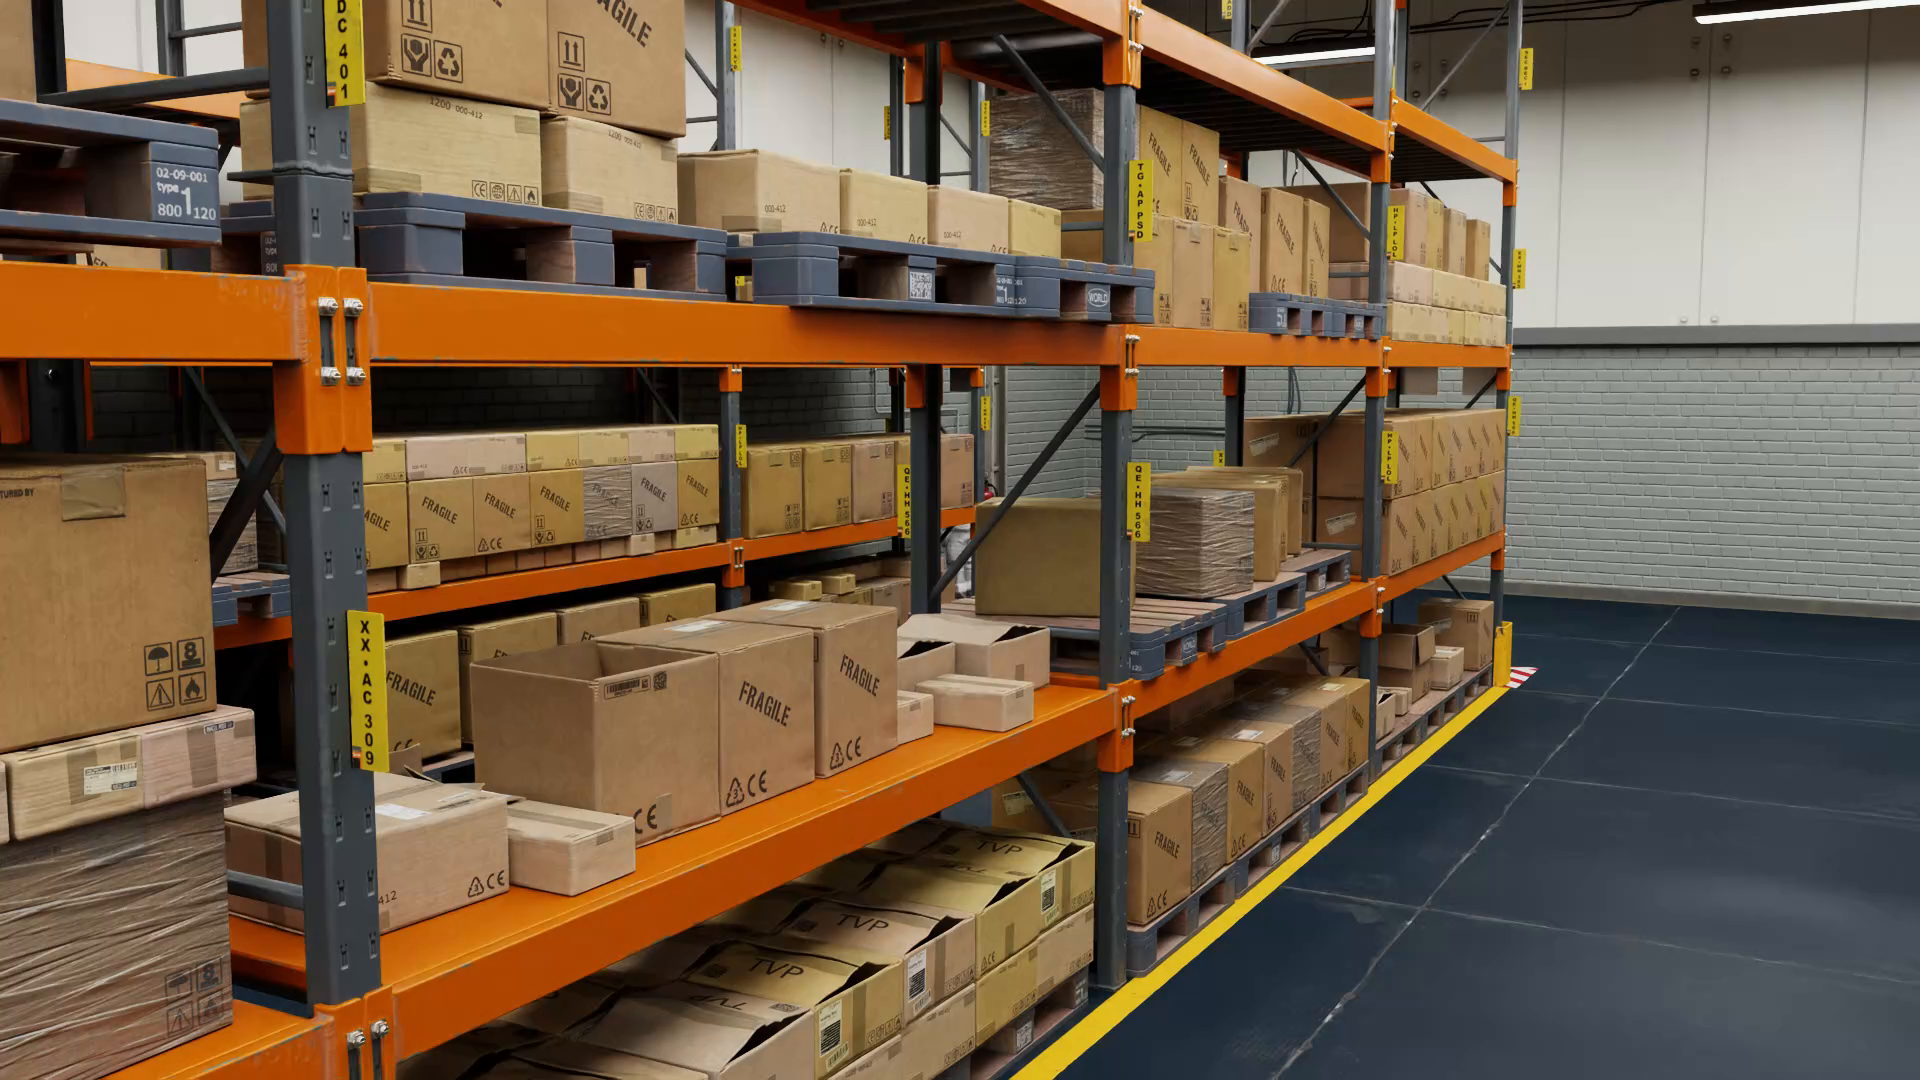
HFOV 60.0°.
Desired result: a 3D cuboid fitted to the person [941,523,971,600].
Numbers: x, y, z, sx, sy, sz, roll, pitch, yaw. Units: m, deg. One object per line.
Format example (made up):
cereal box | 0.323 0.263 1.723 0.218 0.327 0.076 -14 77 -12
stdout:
person | 0.009 -0.090 17.690 0.325 1.800 0.554 3 7 28
